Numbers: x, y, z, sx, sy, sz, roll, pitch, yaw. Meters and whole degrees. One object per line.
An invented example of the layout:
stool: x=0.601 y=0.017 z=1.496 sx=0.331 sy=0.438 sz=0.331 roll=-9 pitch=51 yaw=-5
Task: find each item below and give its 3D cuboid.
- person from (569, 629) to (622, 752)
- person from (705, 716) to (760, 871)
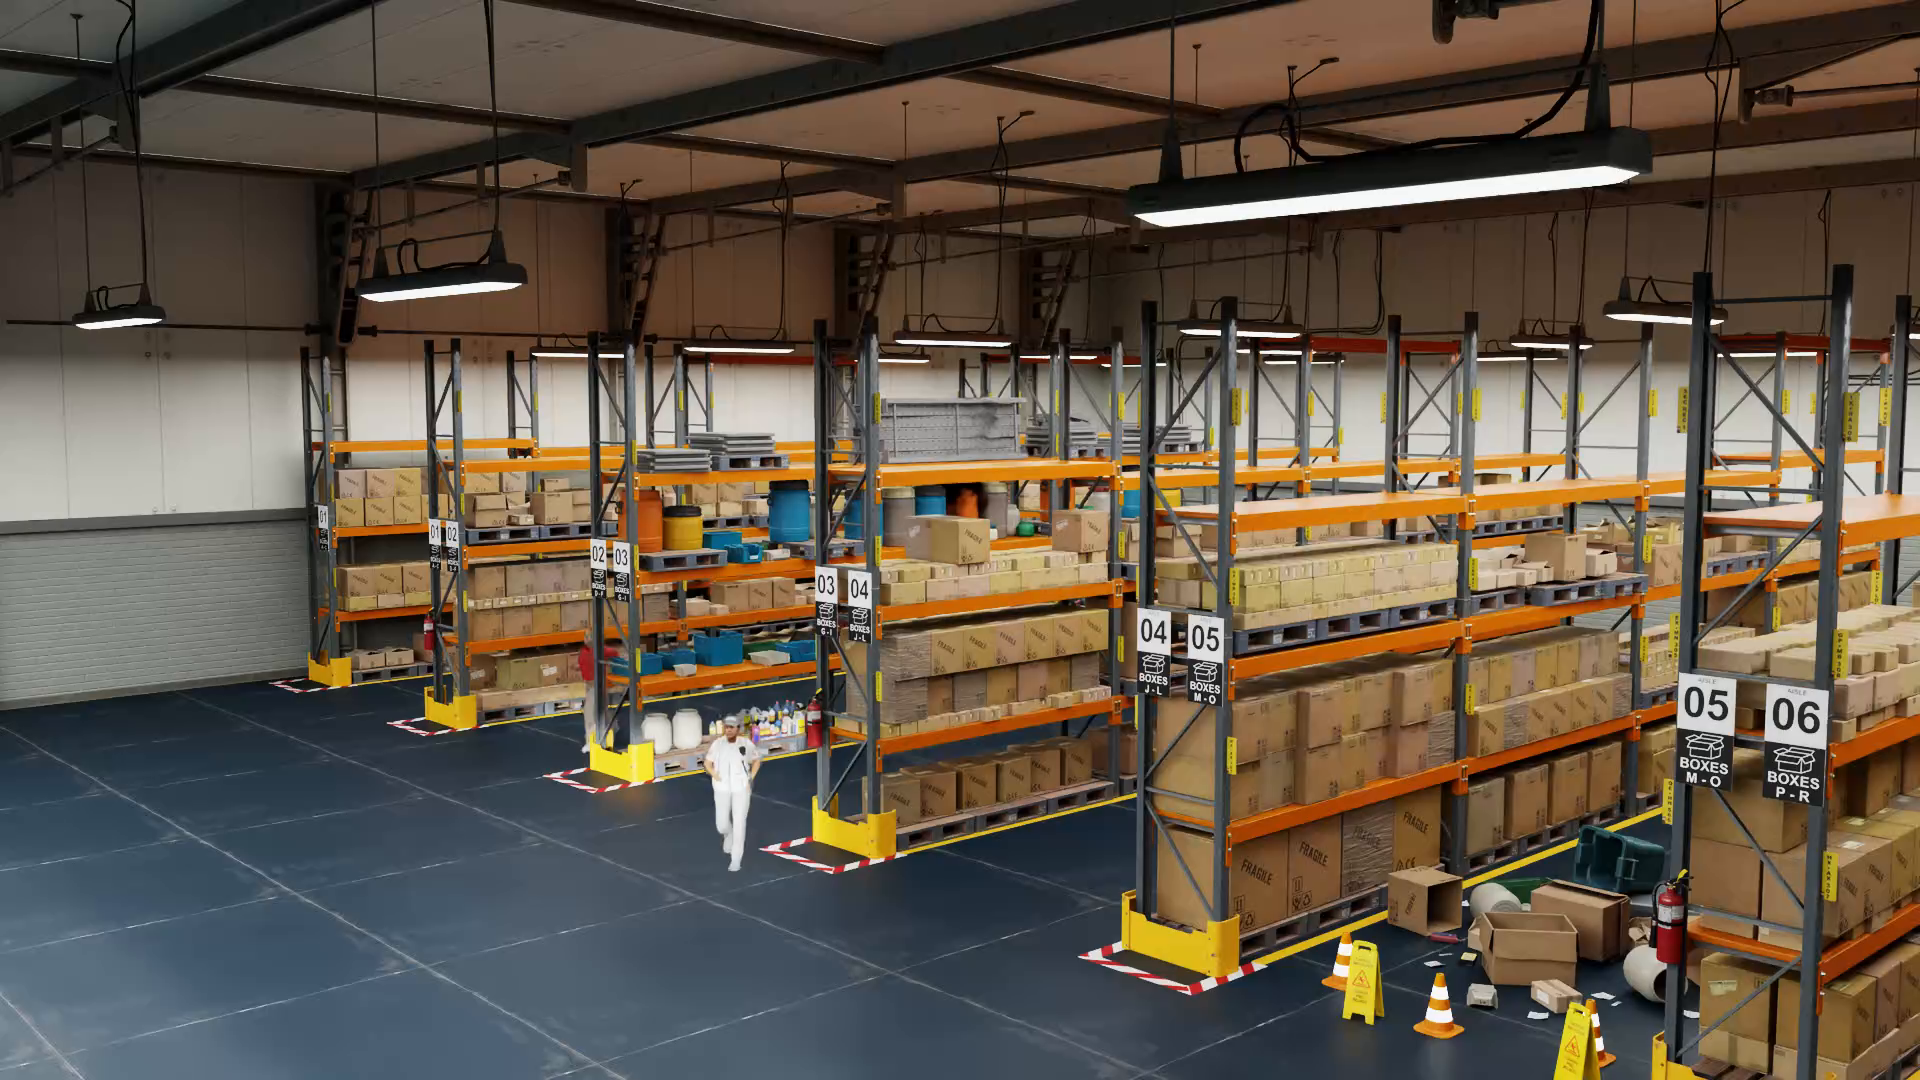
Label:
person: x=-5.278 y=2.183 z=24.276 sx=0.672 sy=1.787 sz=0.925 roll=4 pitch=7 yaw=42
person: x=-2.505 y=2.755 z=18.295 sx=0.603 sy=1.678 sz=0.667 roll=0 pitch=5 yaw=3
